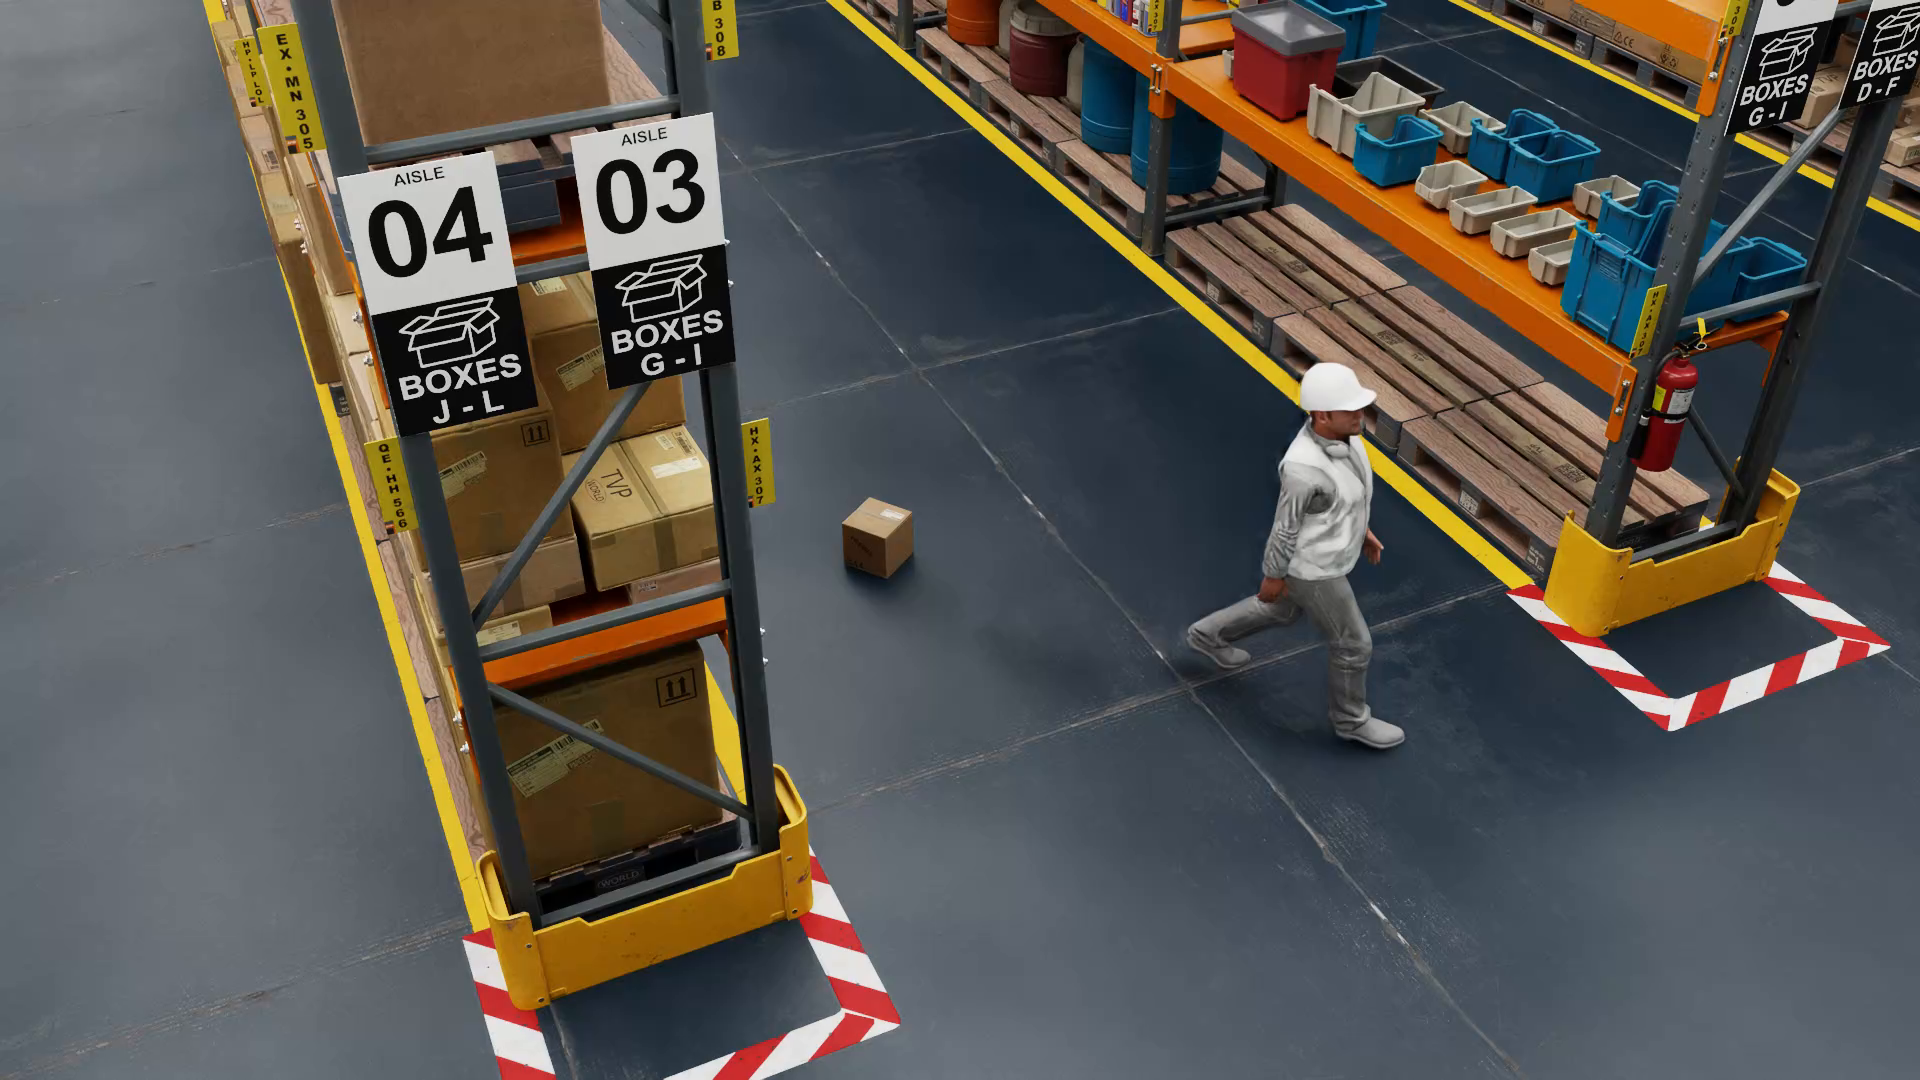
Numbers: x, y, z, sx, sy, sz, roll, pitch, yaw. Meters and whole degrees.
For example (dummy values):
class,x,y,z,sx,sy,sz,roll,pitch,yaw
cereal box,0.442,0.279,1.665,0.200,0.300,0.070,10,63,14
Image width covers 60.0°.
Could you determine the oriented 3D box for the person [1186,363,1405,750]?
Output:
class,x,y,z,sx,sy,sz,roll,pitch,yaw
person,1.452,0.034,6.791,1.020,1.730,0.537,14,39,18
